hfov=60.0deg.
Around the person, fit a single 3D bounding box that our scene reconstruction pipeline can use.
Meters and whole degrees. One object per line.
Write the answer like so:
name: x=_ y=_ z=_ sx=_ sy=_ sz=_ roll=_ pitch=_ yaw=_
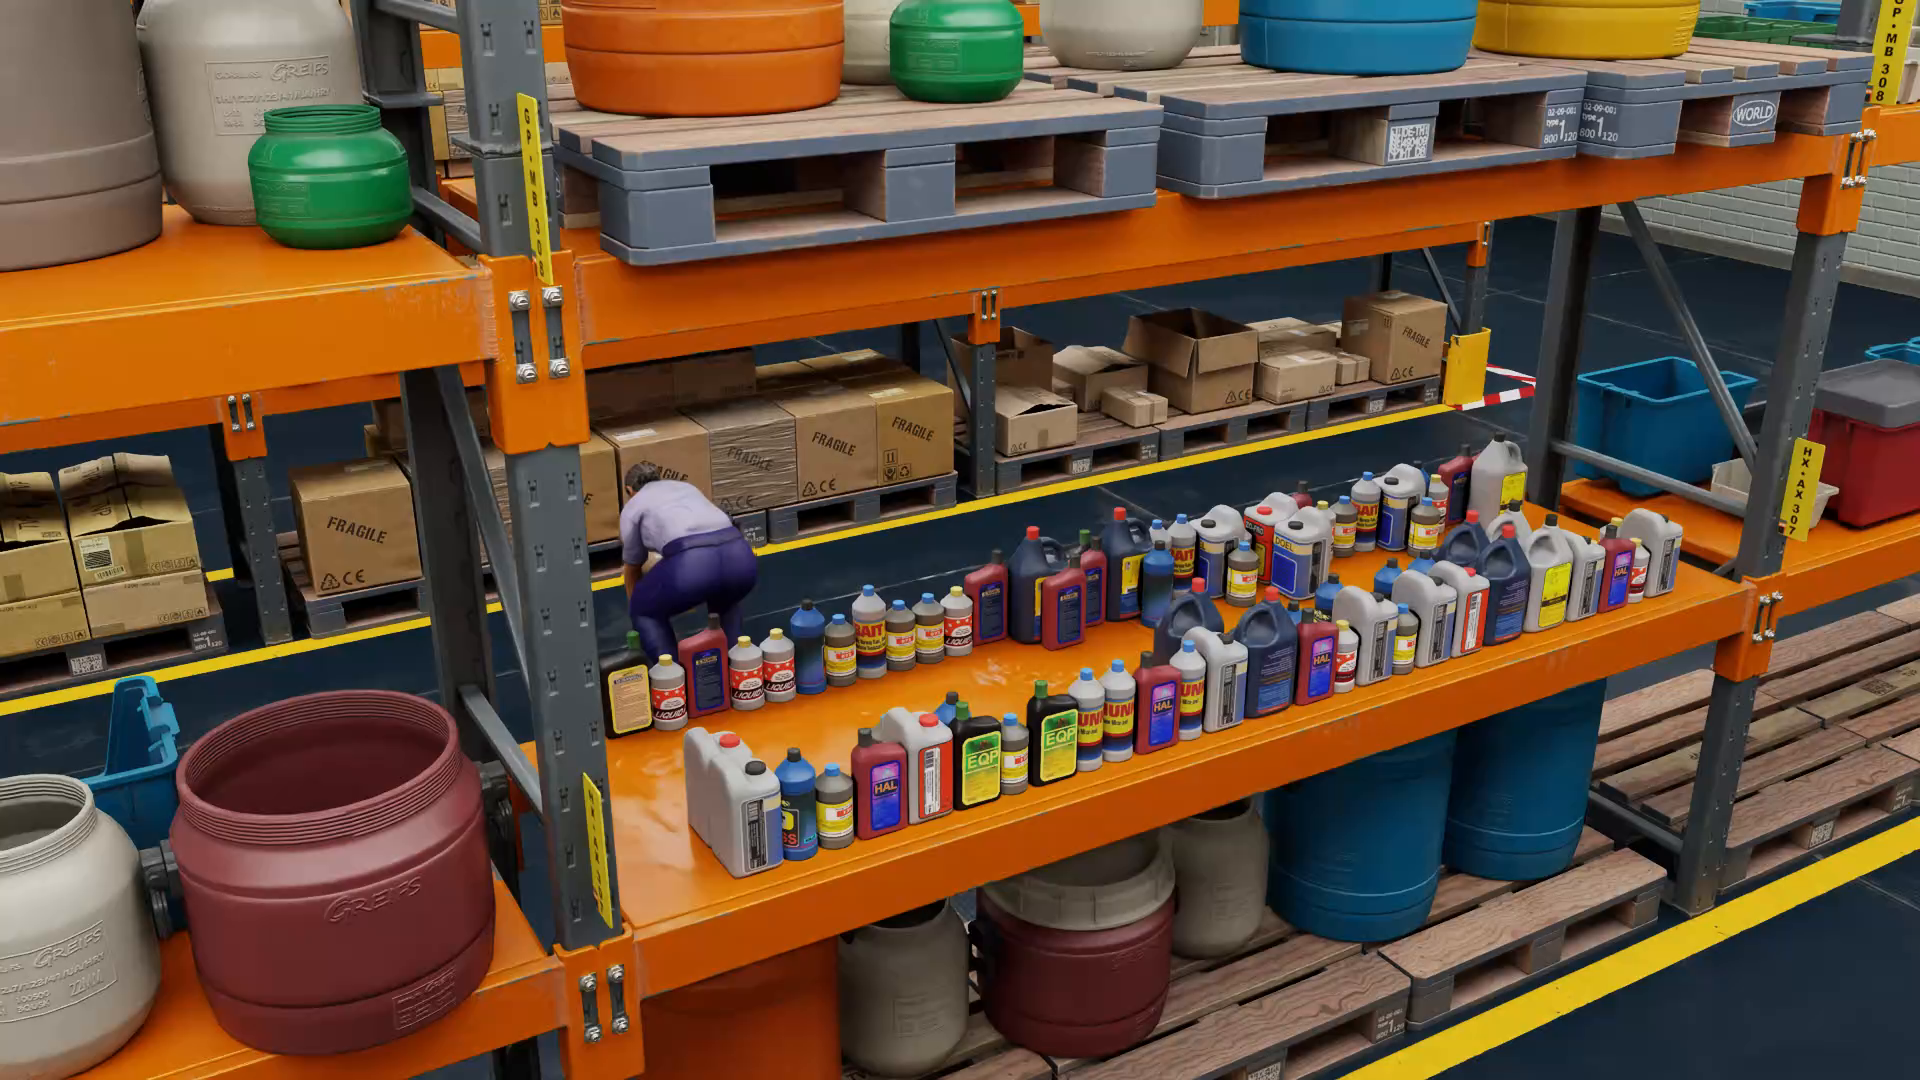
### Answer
person: x=-1.255 y=0.202 z=7.518 sx=0.520 sy=0.972 sz=0.892 roll=-14 pitch=26 yaw=-31
